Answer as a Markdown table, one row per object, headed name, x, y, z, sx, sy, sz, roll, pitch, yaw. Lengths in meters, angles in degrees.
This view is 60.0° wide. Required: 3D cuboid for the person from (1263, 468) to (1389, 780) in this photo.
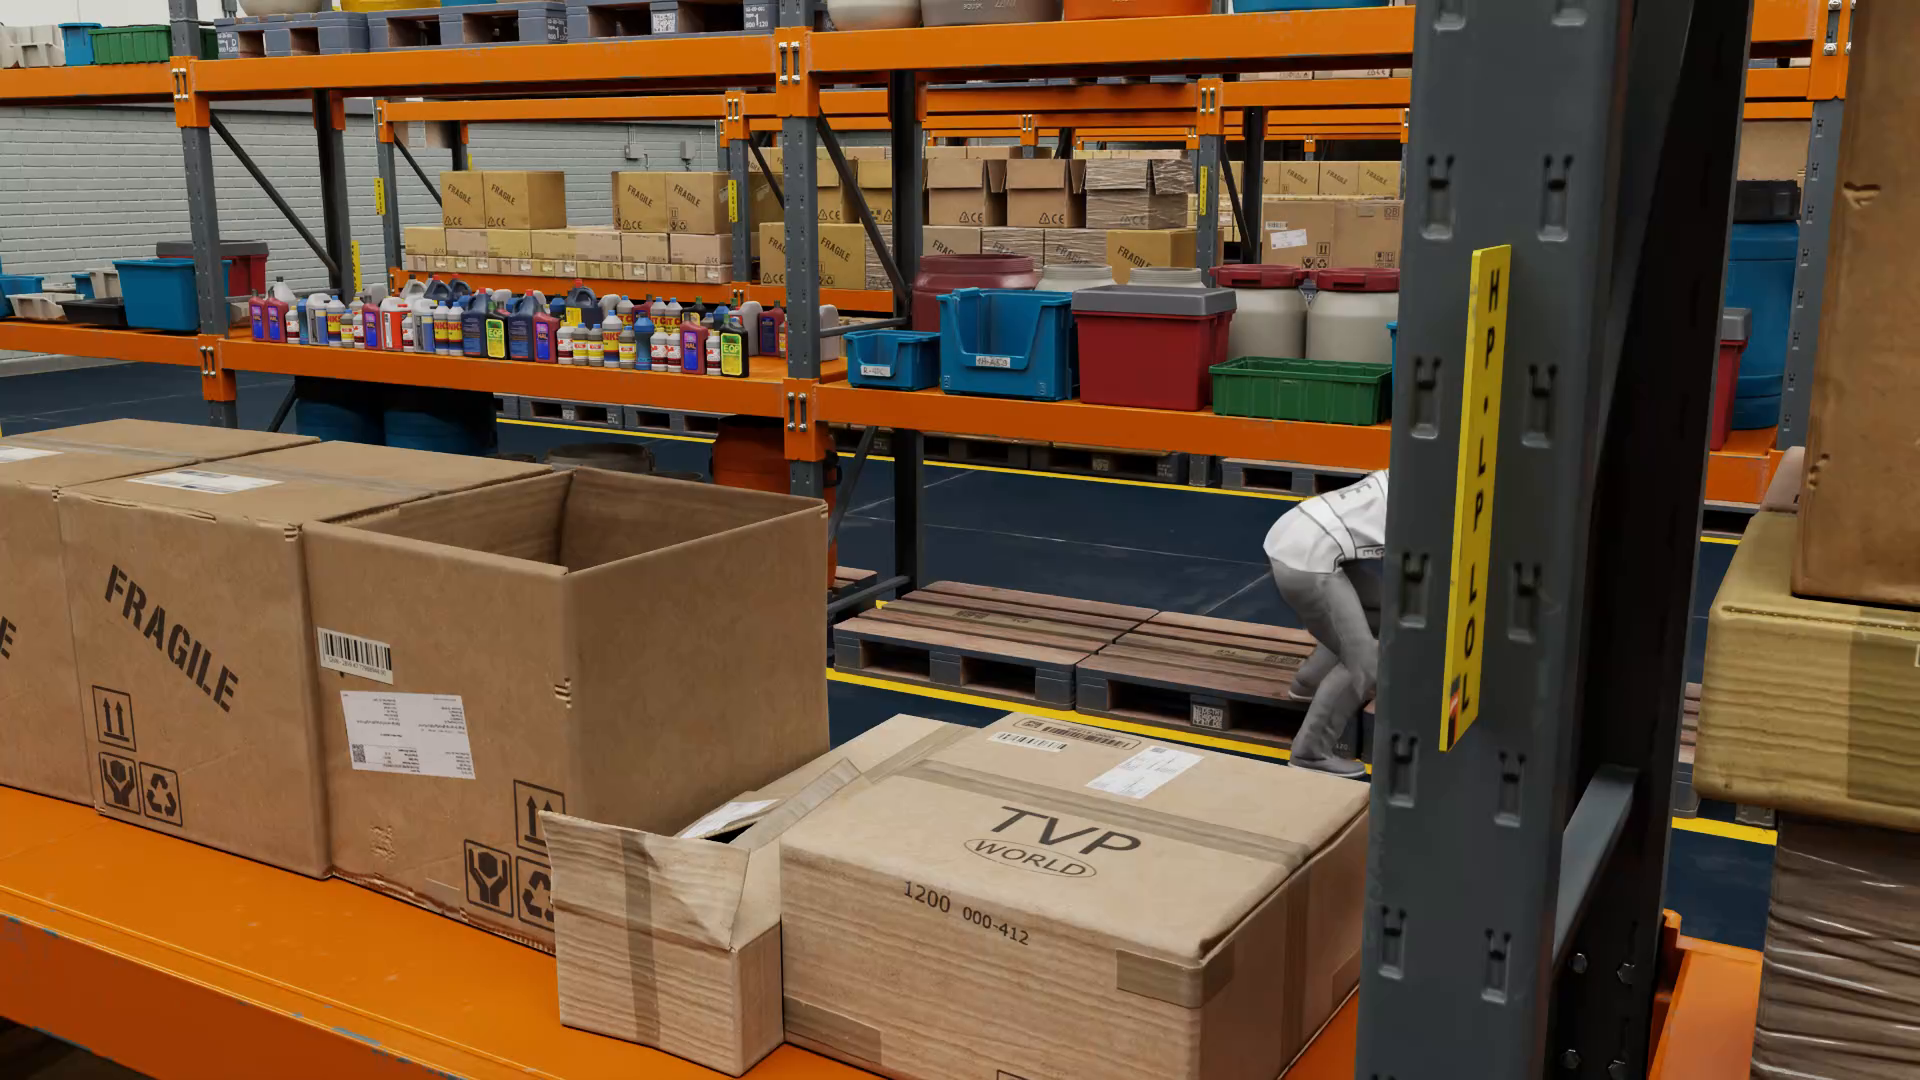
| name | x | y | z | sx | sy | sz | roll | pitch | yaw |
| --- | --- | --- | --- | --- | --- | --- | --- | --- | --- |
| person | 1.594 | 0.251 | 6.297 | 0.893 | 1.256 | 0.464 | 0 | 13 | 2 |
